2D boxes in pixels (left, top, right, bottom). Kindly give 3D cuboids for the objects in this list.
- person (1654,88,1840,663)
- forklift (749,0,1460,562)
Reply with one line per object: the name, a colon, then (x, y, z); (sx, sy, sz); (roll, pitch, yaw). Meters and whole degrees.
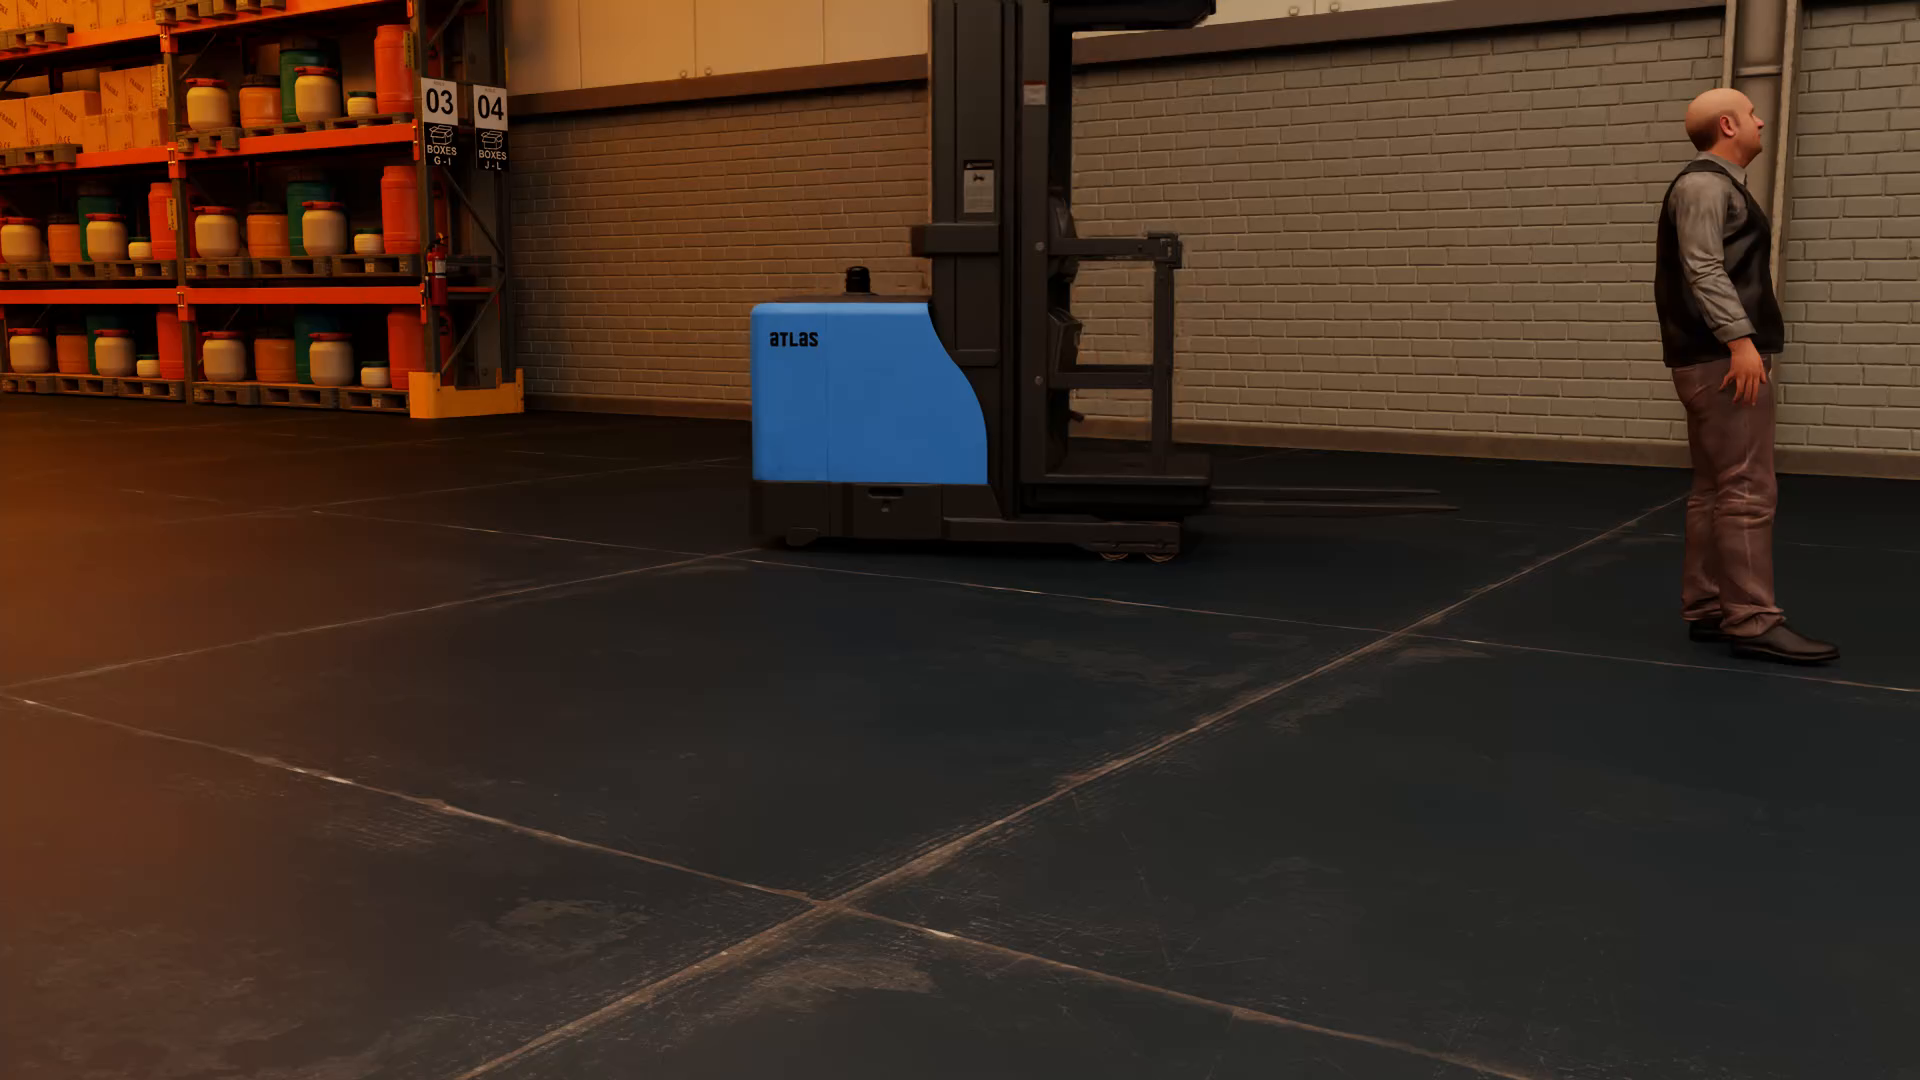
person: (2.452, -0.531, 5.176); (0.568, 1.720, 0.631); (3, 9, 22)
forklift: (0.640, -1.439, 7.314); (3.031, 2.935, 1.130); (1, 8, 9)
